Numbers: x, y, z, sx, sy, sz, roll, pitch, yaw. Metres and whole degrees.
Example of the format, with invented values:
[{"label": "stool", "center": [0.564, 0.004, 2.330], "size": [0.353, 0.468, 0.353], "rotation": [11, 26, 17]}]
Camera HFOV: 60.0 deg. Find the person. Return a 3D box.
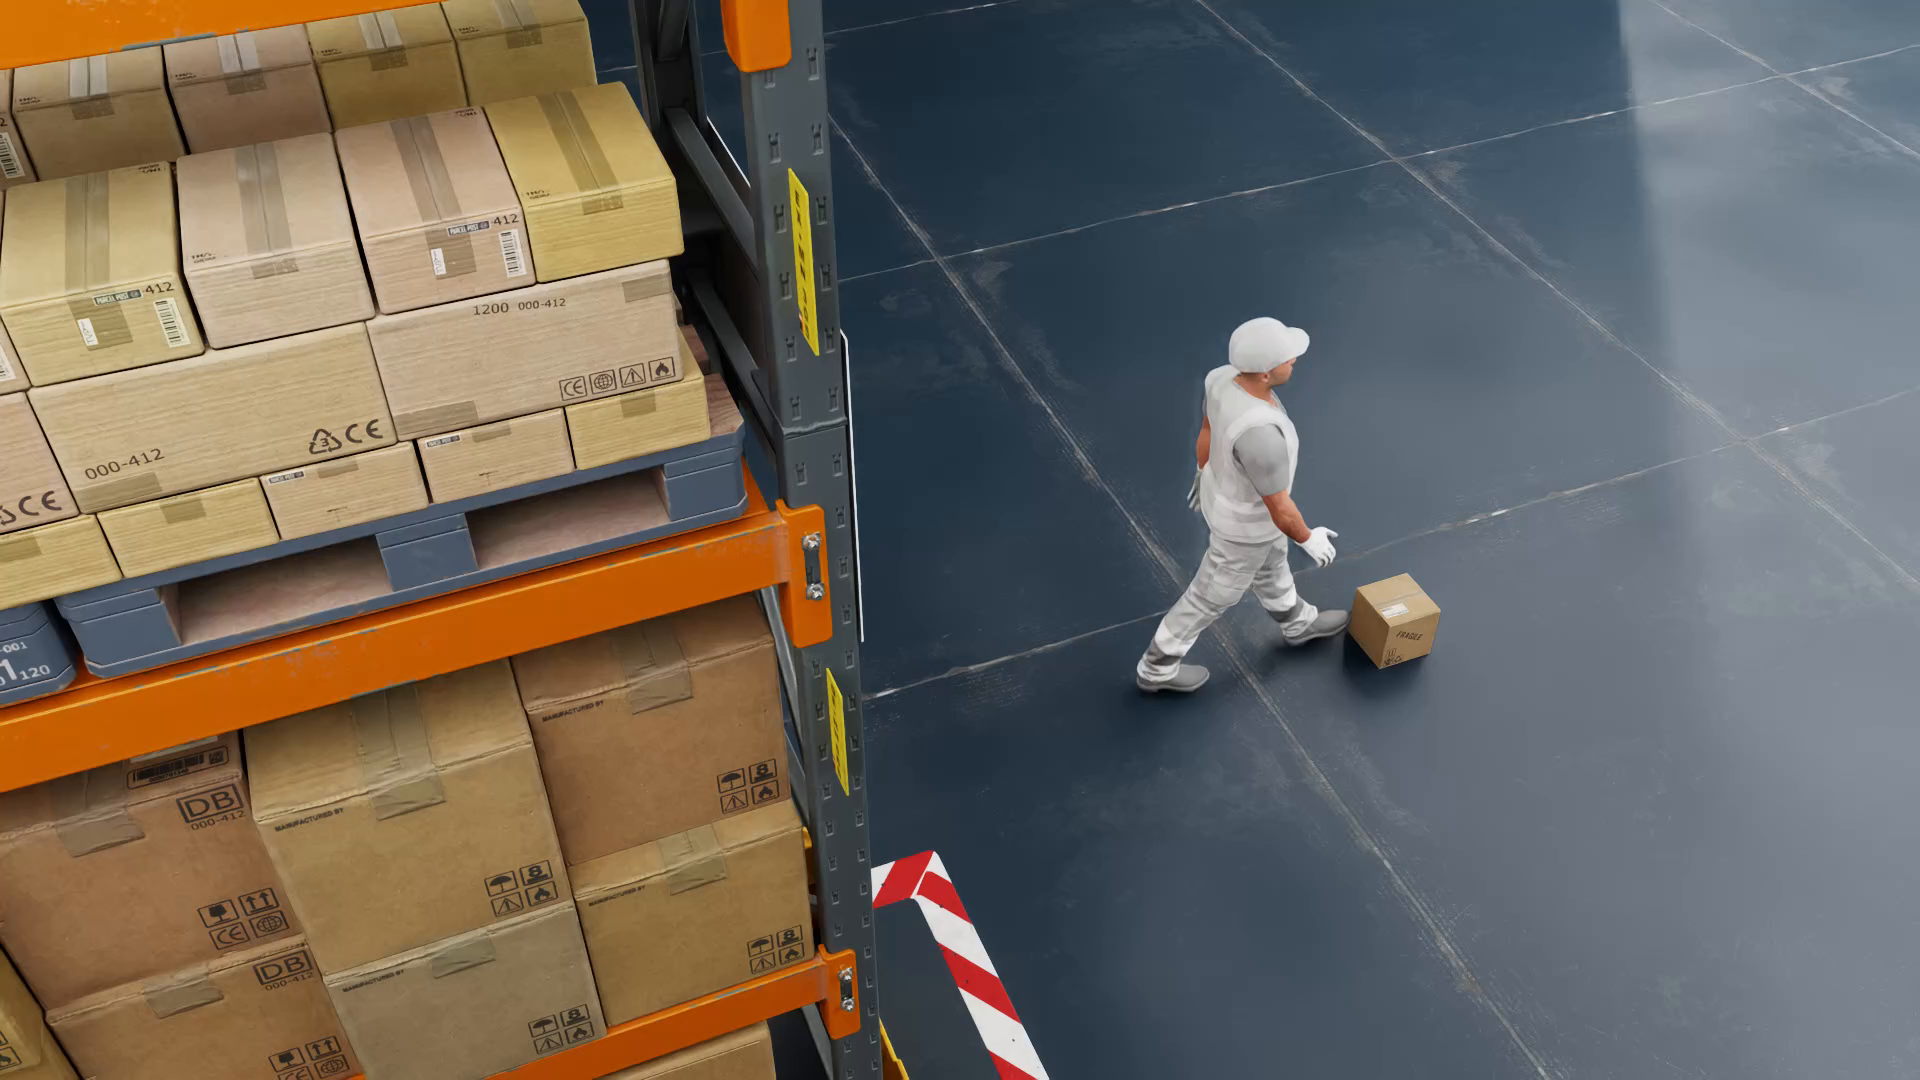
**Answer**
[{"label": "person", "center": [1.181, -0.117, 6.257], "size": [0.944, 1.738, 0.568], "rotation": [-3, 41, -3]}]
